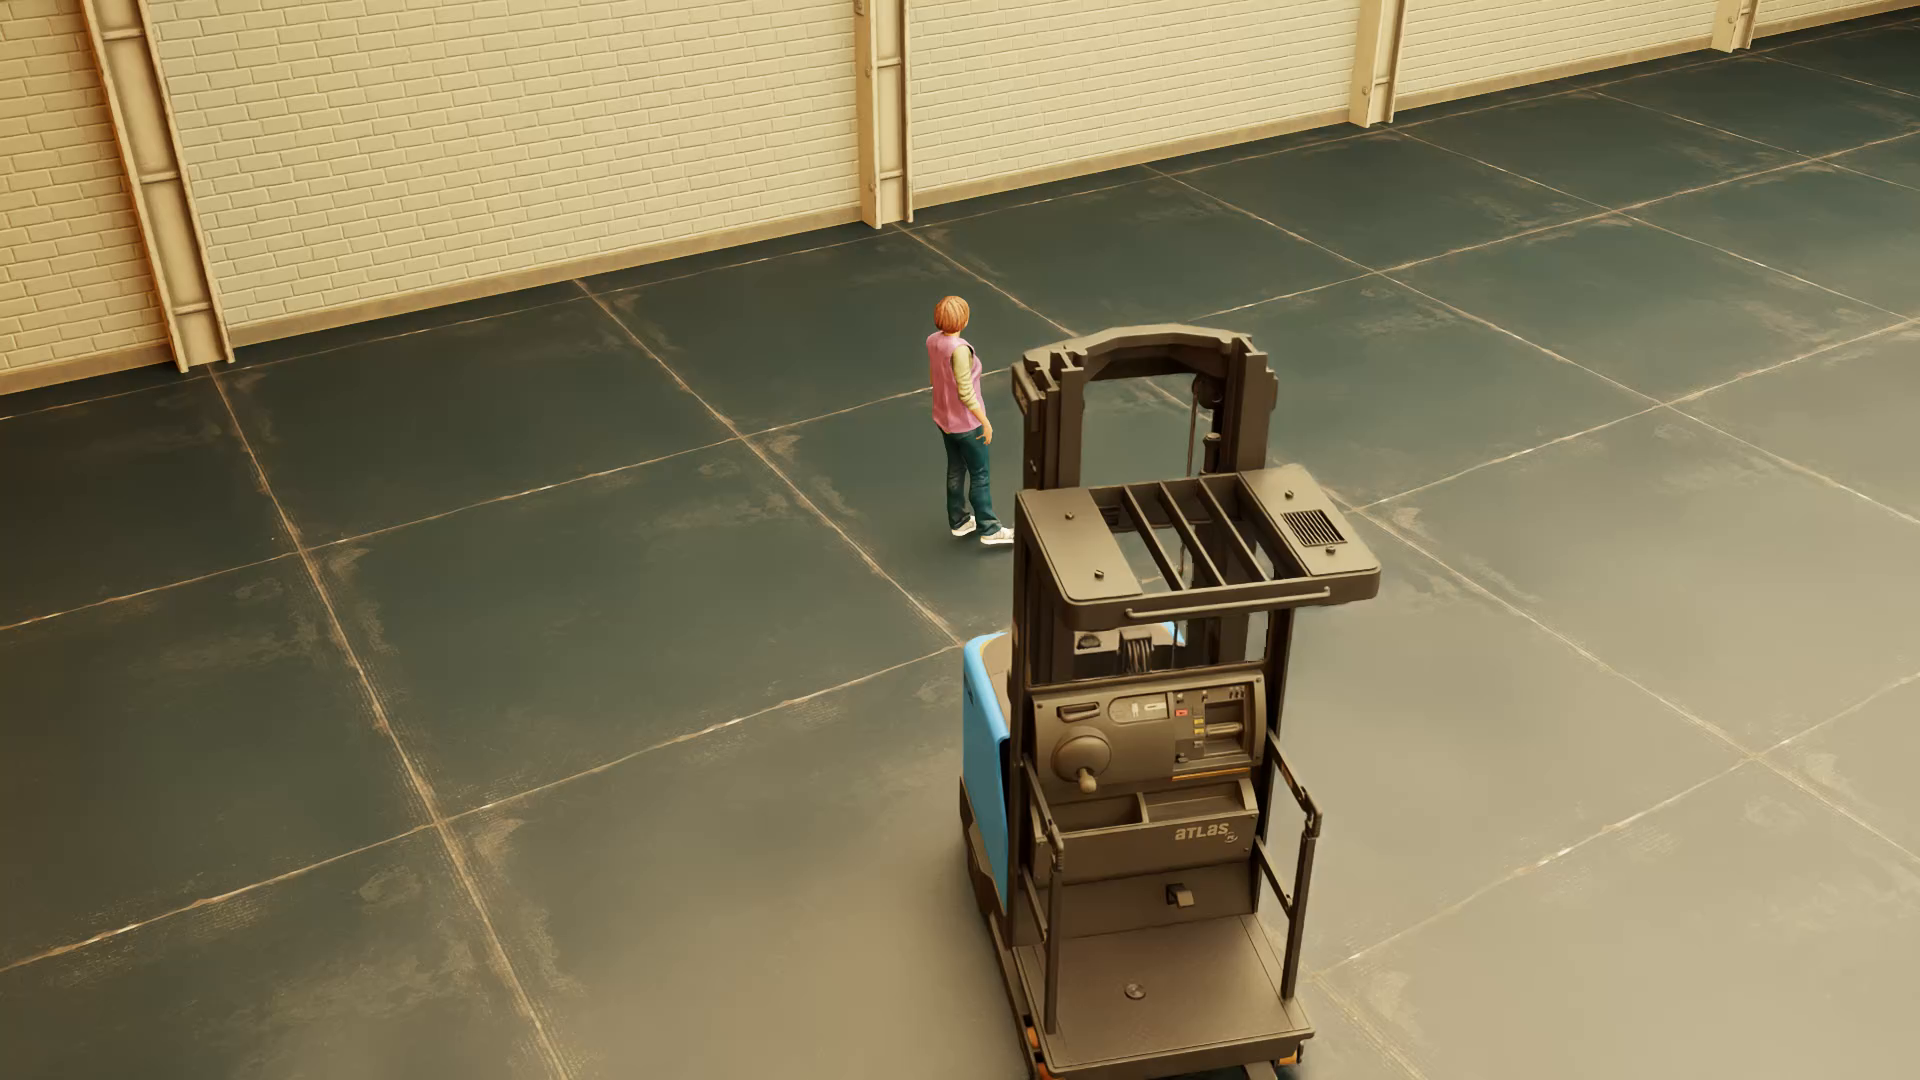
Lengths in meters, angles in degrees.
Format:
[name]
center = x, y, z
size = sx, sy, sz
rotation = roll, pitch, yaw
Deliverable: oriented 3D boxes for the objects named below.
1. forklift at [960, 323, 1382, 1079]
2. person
[forklift]
center = 0.786, 0.803, 6.306
size = 1.130, 2.935, 3.031
rotation = -6, 31, -10
[person]
center = 0.070, -0.739, 10.087
size = 0.475, 1.597, 0.520
rotation = -17, 35, -26
